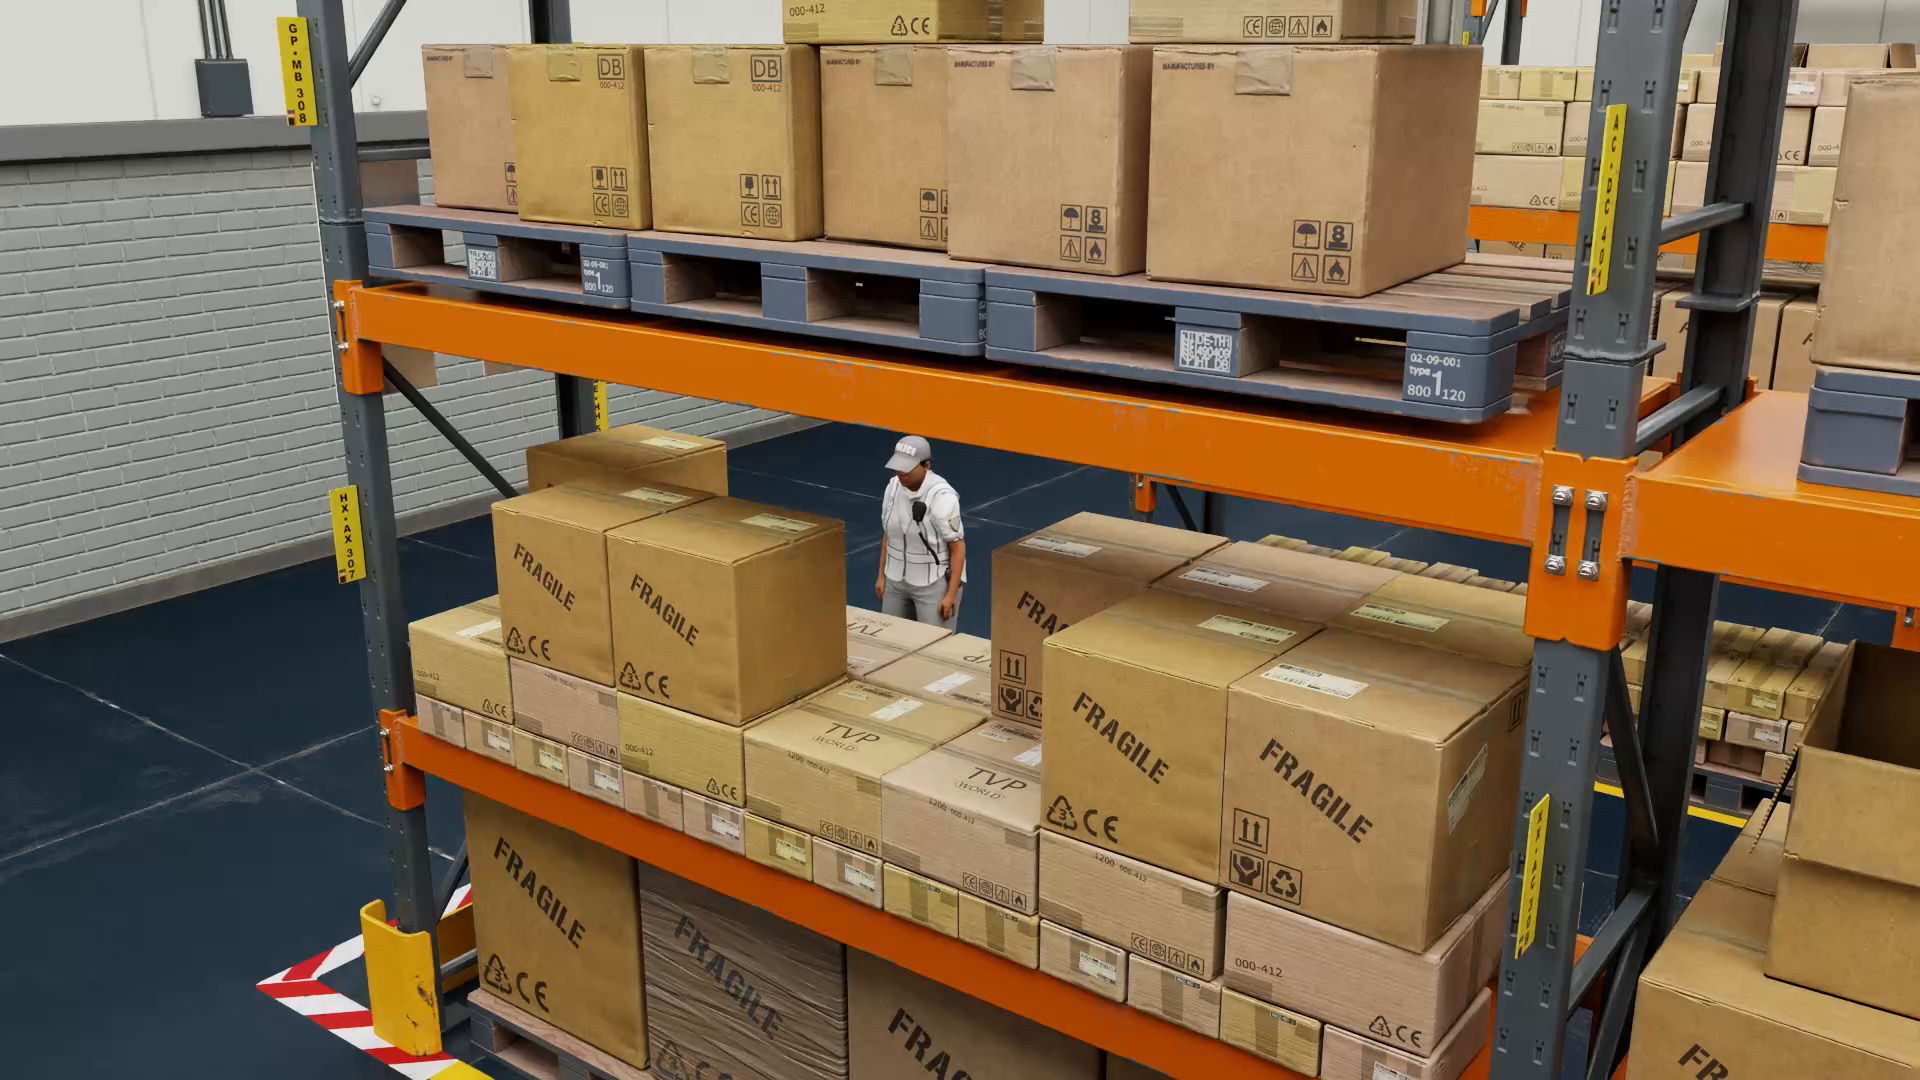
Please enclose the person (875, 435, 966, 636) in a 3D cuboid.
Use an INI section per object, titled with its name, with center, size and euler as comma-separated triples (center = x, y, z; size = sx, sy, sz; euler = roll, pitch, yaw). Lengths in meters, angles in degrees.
[person]
center = -0.226, 0.251, 8.689
size = 0.537, 1.666, 0.467
euler = 12, 21, 35
